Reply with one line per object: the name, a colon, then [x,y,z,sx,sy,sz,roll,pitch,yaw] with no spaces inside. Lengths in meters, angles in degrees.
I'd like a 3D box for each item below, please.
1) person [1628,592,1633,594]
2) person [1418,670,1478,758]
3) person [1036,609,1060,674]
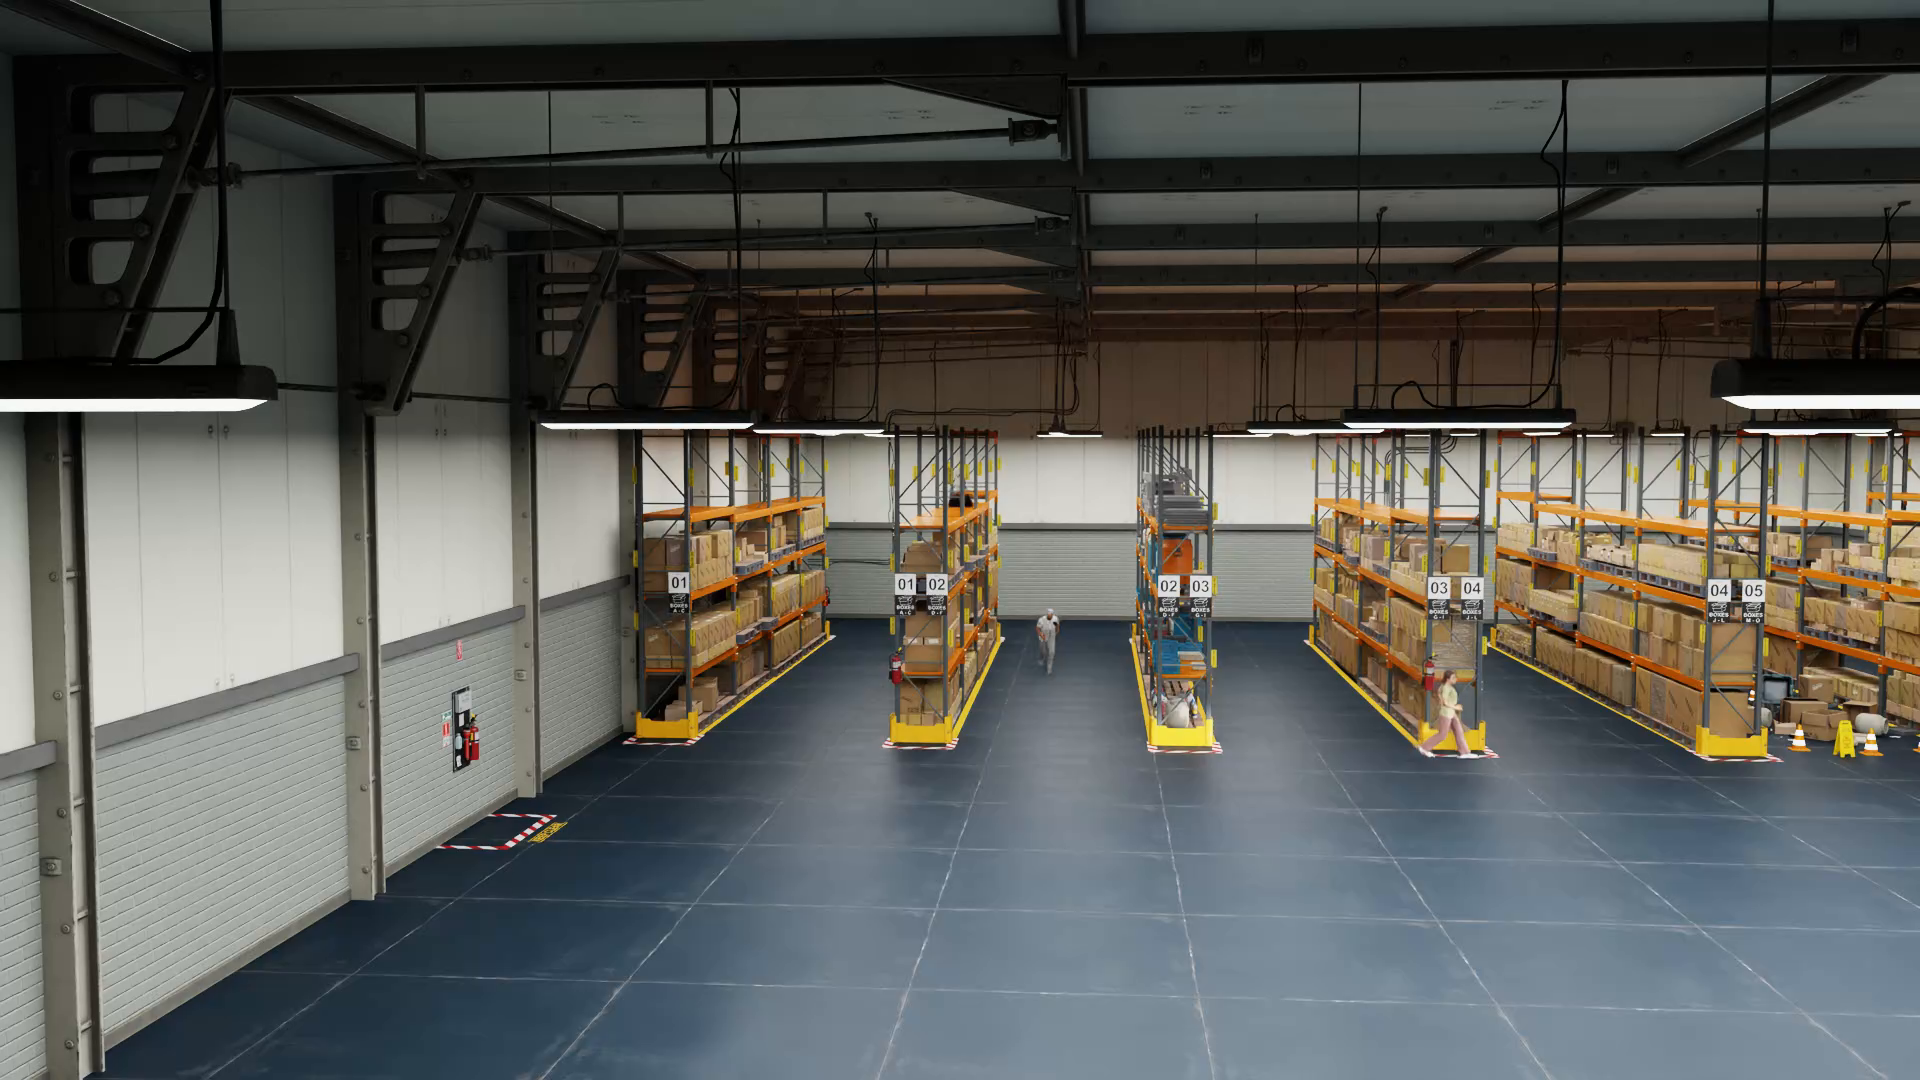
person: [17.698,2.217,44.016,0.659,1.695,0.926,-1,4,-17]
person: [8.629,3.091,29.419,1.012,1.605,0.604,1,4,22]
person: [2.157,2.478,41.149,0.631,1.632,0.938,-1,4,-16]
